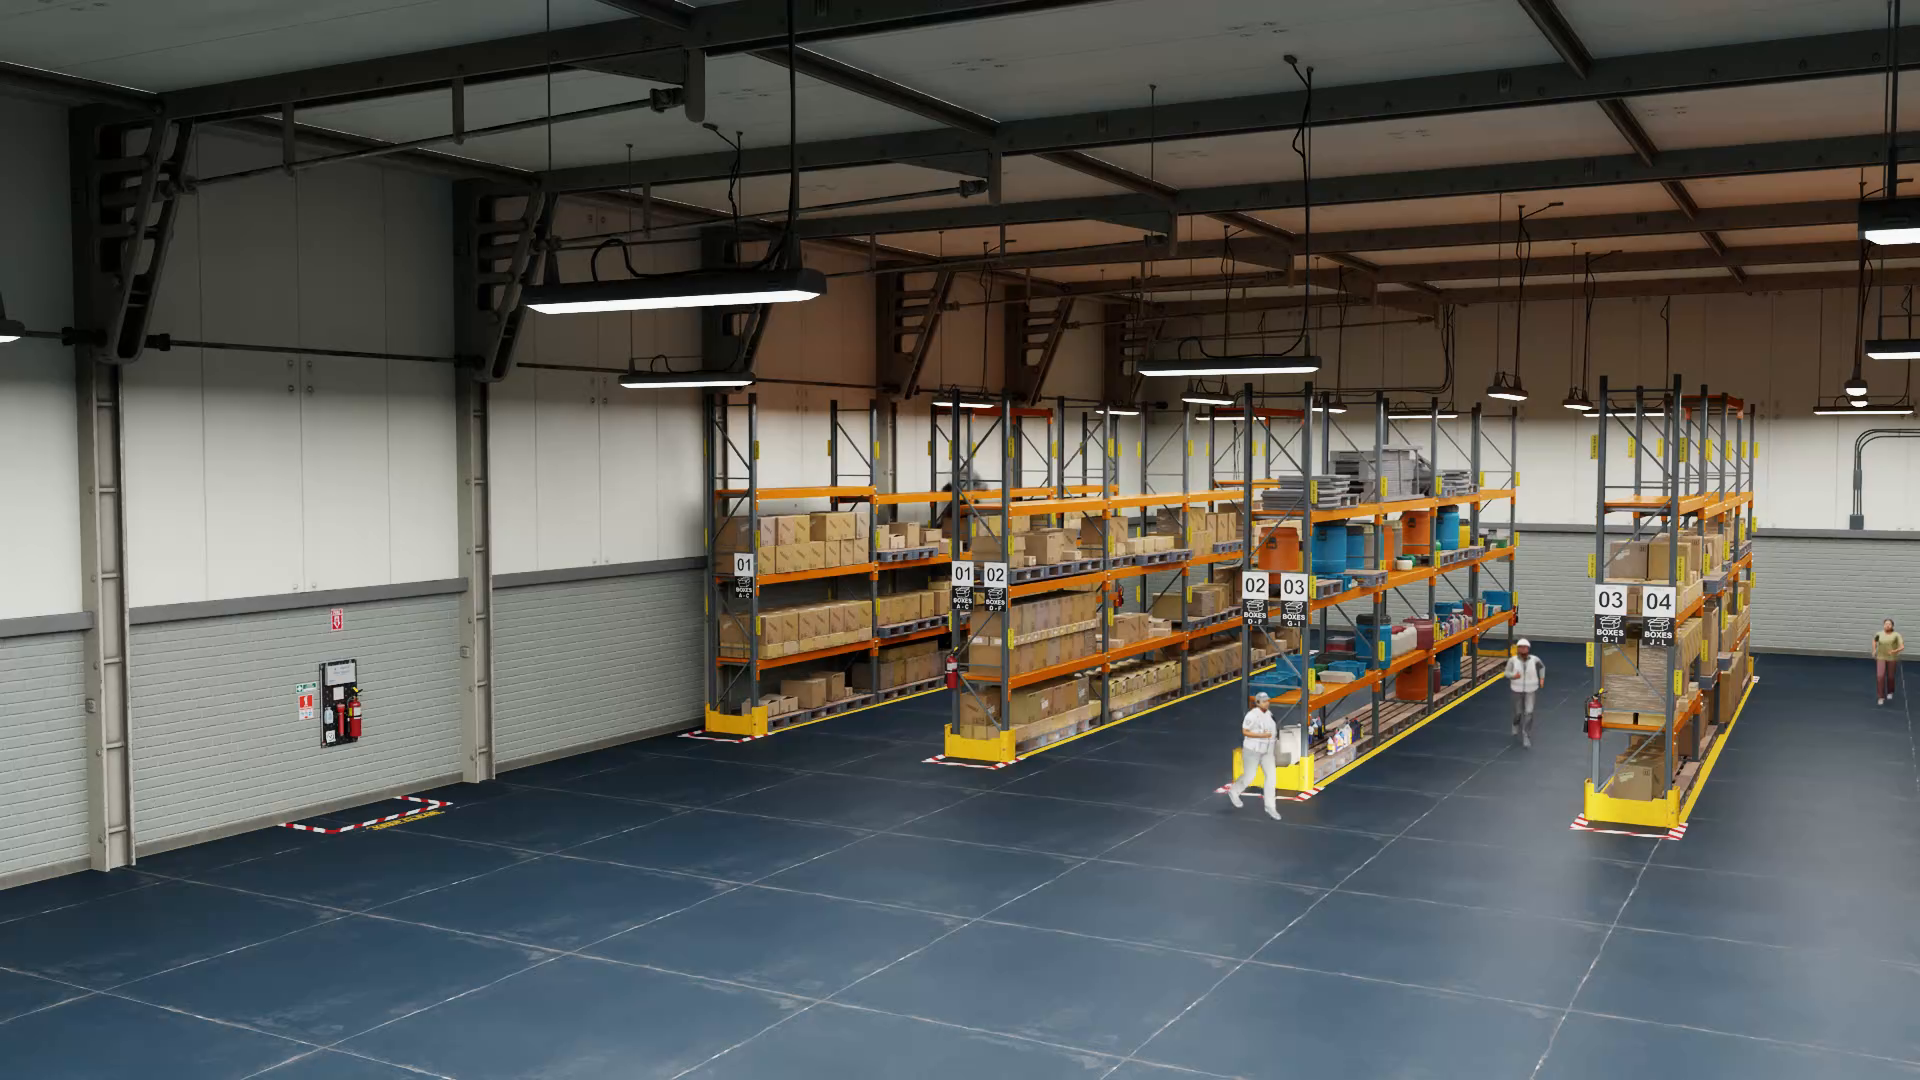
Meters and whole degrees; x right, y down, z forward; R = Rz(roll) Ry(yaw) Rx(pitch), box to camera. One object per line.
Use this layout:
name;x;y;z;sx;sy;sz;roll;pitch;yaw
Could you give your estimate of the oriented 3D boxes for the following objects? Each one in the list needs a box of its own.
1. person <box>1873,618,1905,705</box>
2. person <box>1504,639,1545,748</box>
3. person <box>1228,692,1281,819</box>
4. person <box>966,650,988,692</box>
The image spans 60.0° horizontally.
person;18.318;2.384;32.844;0.580;1.683;0.897;2;4;37
person;9.637;2.581;28.404;0.665;1.804;0.953;1;3;20
person;4.110;2.934;22.908;0.611;1.697;0.901;-2;4;-32
person;0.383;2.515;30.717;0.566;1.746;0.727;1;3;26
